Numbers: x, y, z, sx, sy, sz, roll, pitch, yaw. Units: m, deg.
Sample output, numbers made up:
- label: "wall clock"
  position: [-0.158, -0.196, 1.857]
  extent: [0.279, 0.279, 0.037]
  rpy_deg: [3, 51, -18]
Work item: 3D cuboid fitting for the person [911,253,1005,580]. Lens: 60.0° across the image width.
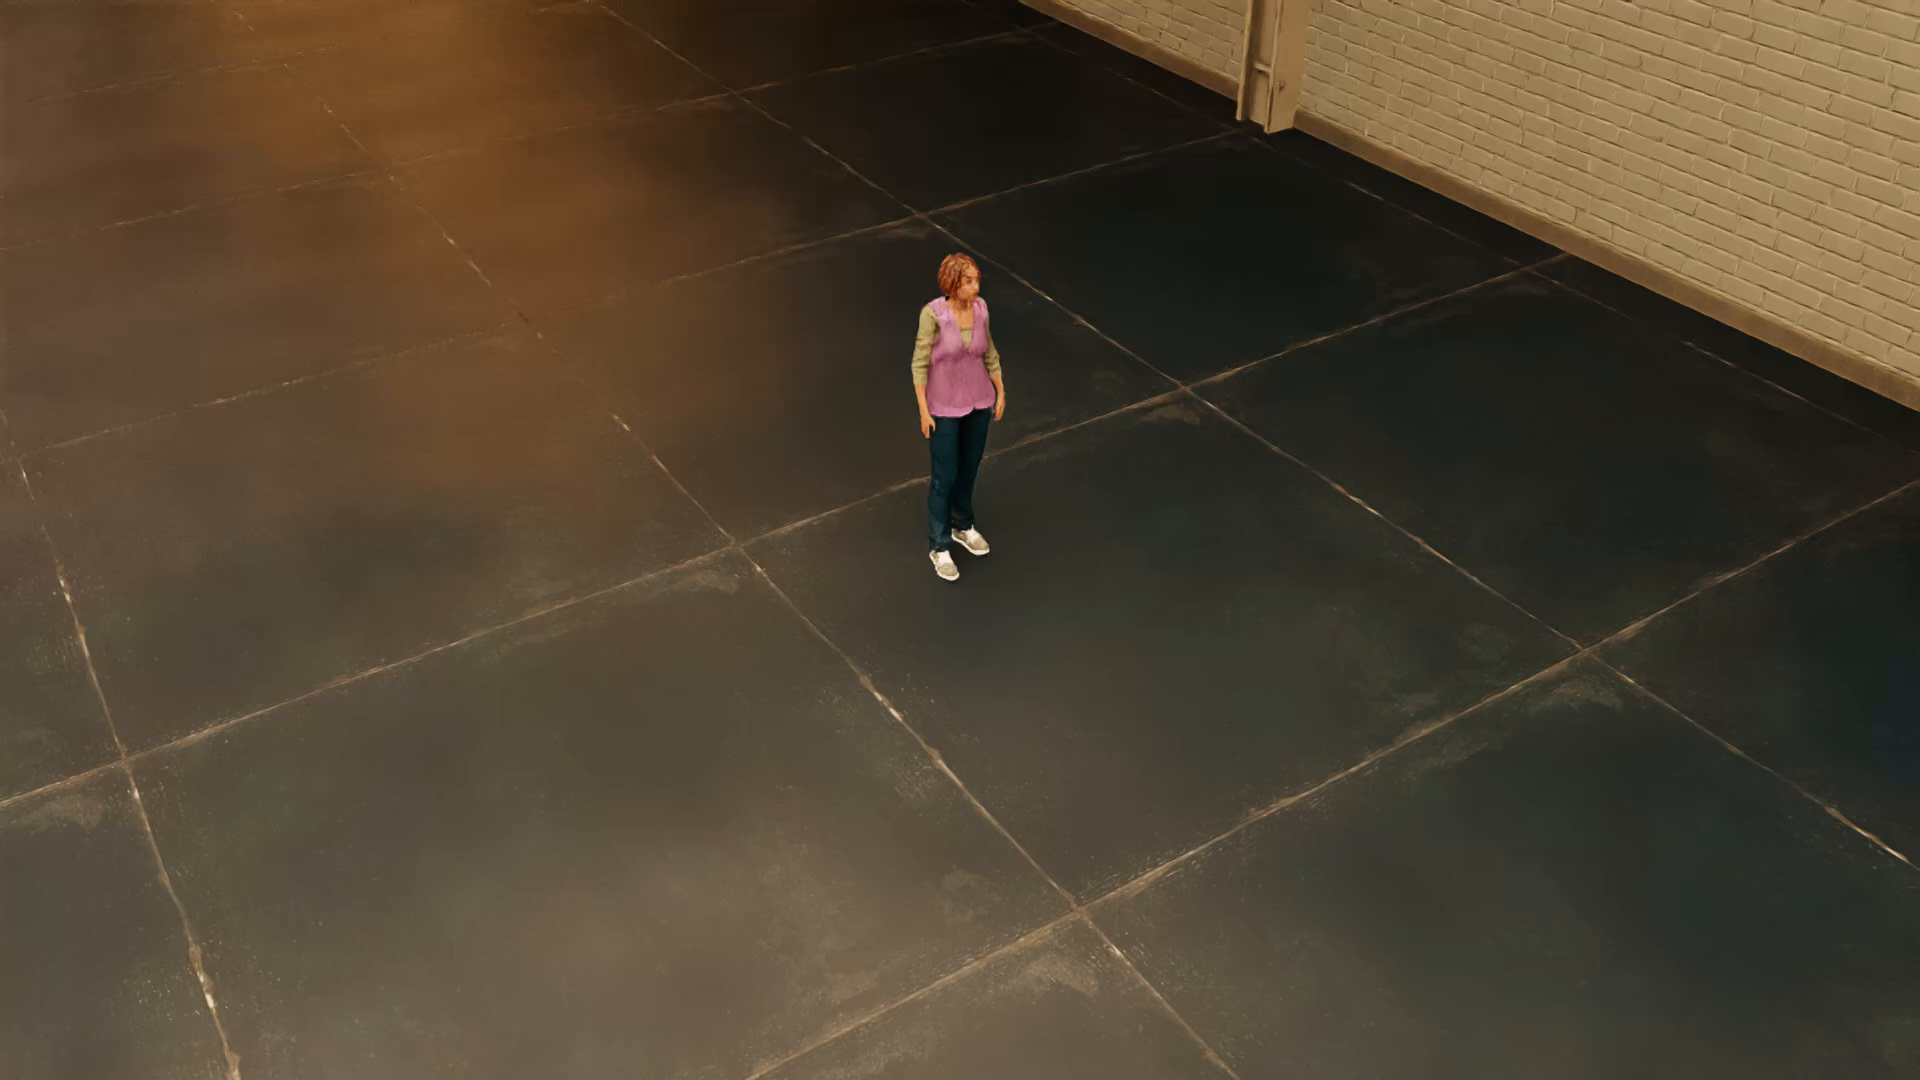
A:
- label: "person"
  position: [0.029, -0.619, 8.177]
  extent: [0.520, 1.597, 0.474]
  rpy_deg: [-21, 40, -27]
